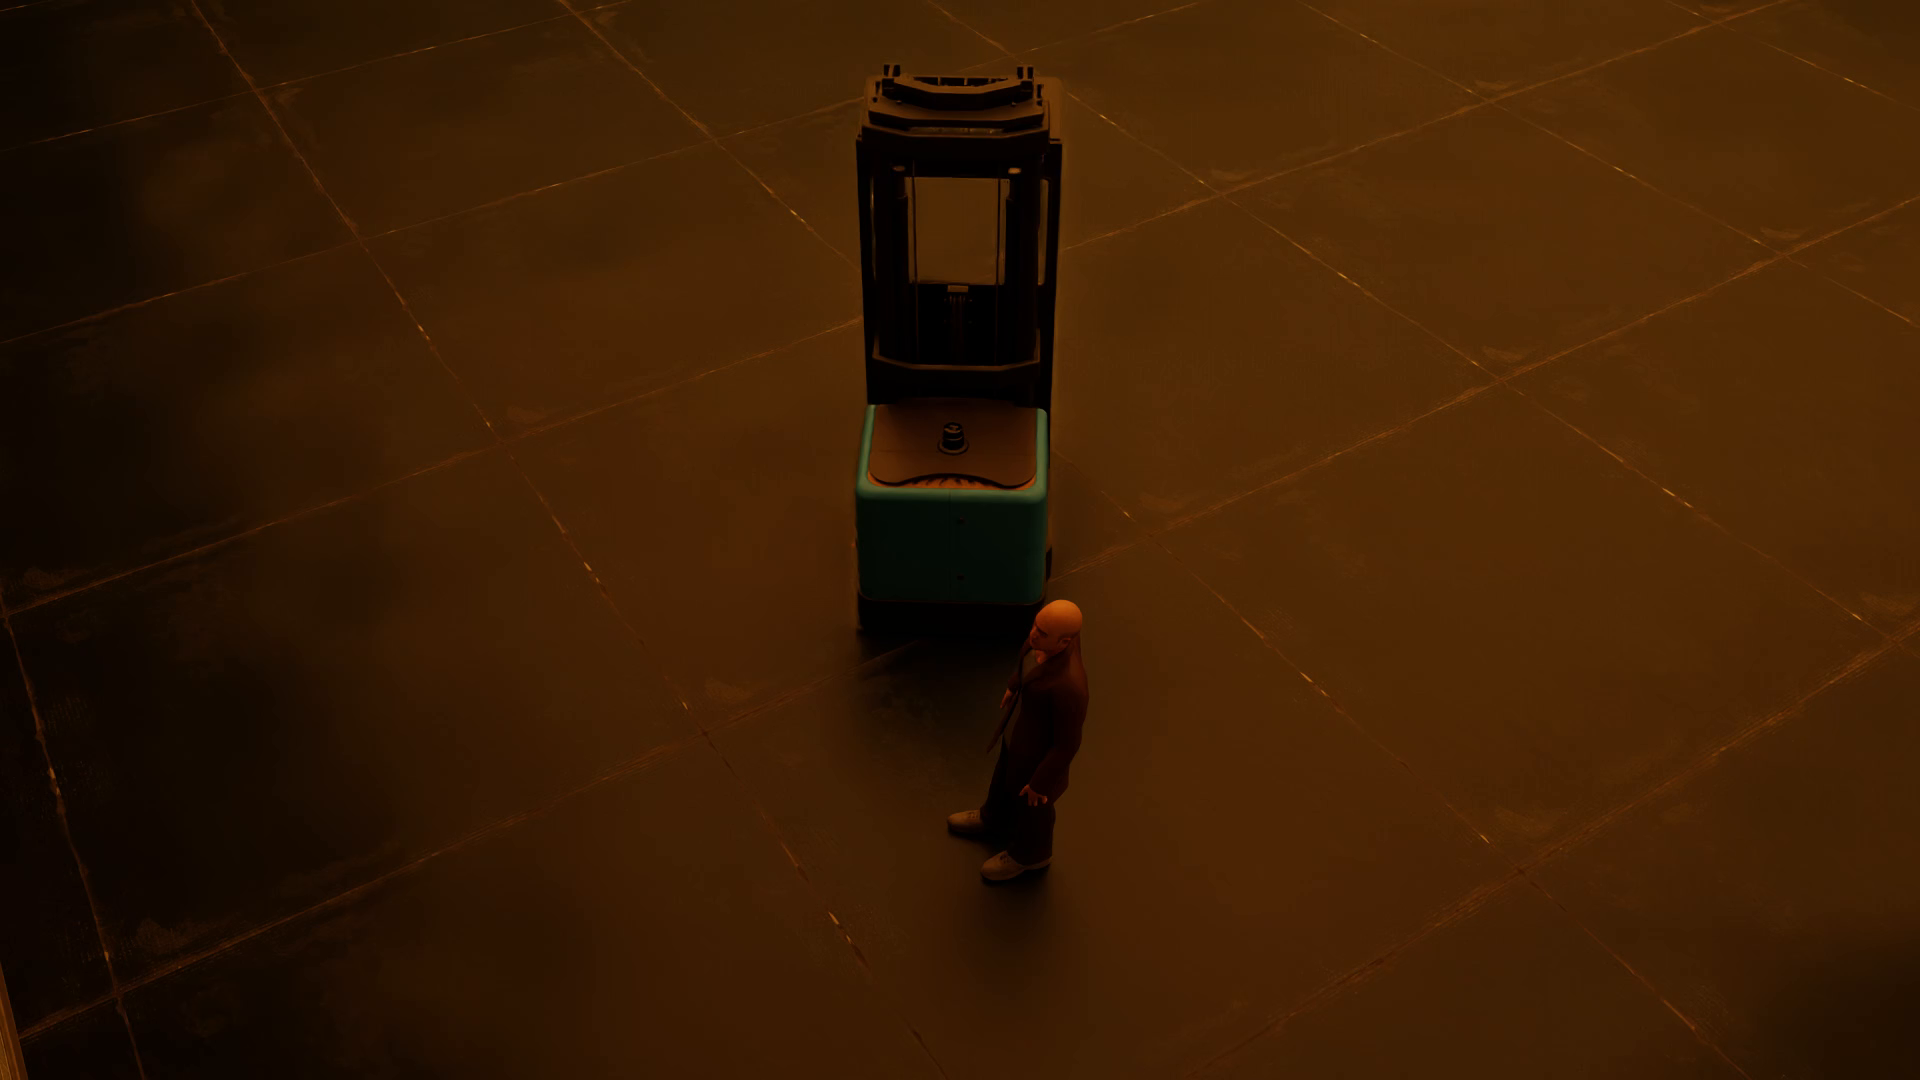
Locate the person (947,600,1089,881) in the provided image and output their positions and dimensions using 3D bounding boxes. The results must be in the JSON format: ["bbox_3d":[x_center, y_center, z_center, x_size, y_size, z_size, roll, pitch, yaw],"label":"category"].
[{"bbox_3d":[0.262,0.933,7.669,0.584,1.776,0.695,-6,41,-6],"label":"person"}]

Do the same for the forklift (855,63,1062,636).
[{"bbox_3d":[0.005,-1.516,9.606,1.130,2.935,3.031,1,41,2],"label":"forklift"}]
